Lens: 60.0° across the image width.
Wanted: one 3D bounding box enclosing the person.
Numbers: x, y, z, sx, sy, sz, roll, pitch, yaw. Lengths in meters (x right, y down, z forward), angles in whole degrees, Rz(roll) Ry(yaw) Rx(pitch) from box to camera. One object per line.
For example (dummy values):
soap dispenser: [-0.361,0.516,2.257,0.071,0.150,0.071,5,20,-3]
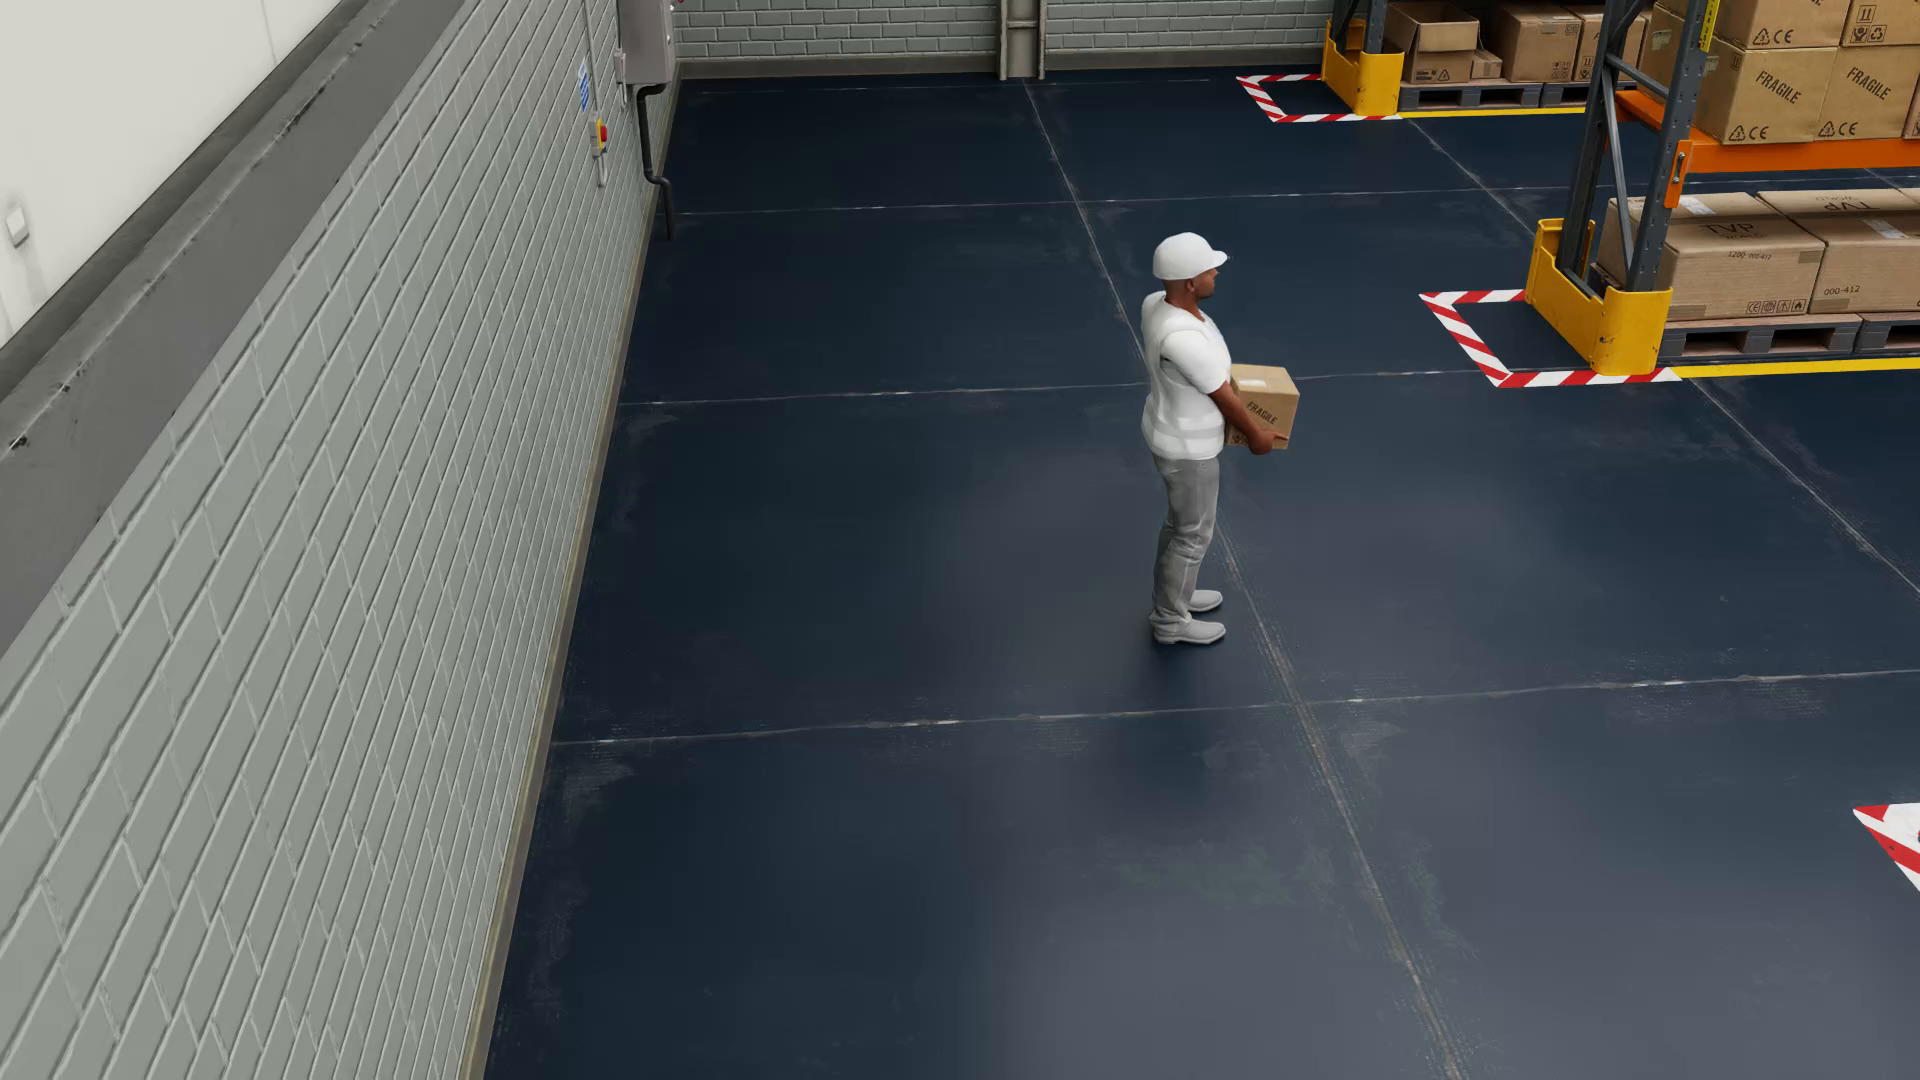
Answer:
person: [1.017,-0.414,6.806,0.585,1.760,0.504,-2,31,-4]
